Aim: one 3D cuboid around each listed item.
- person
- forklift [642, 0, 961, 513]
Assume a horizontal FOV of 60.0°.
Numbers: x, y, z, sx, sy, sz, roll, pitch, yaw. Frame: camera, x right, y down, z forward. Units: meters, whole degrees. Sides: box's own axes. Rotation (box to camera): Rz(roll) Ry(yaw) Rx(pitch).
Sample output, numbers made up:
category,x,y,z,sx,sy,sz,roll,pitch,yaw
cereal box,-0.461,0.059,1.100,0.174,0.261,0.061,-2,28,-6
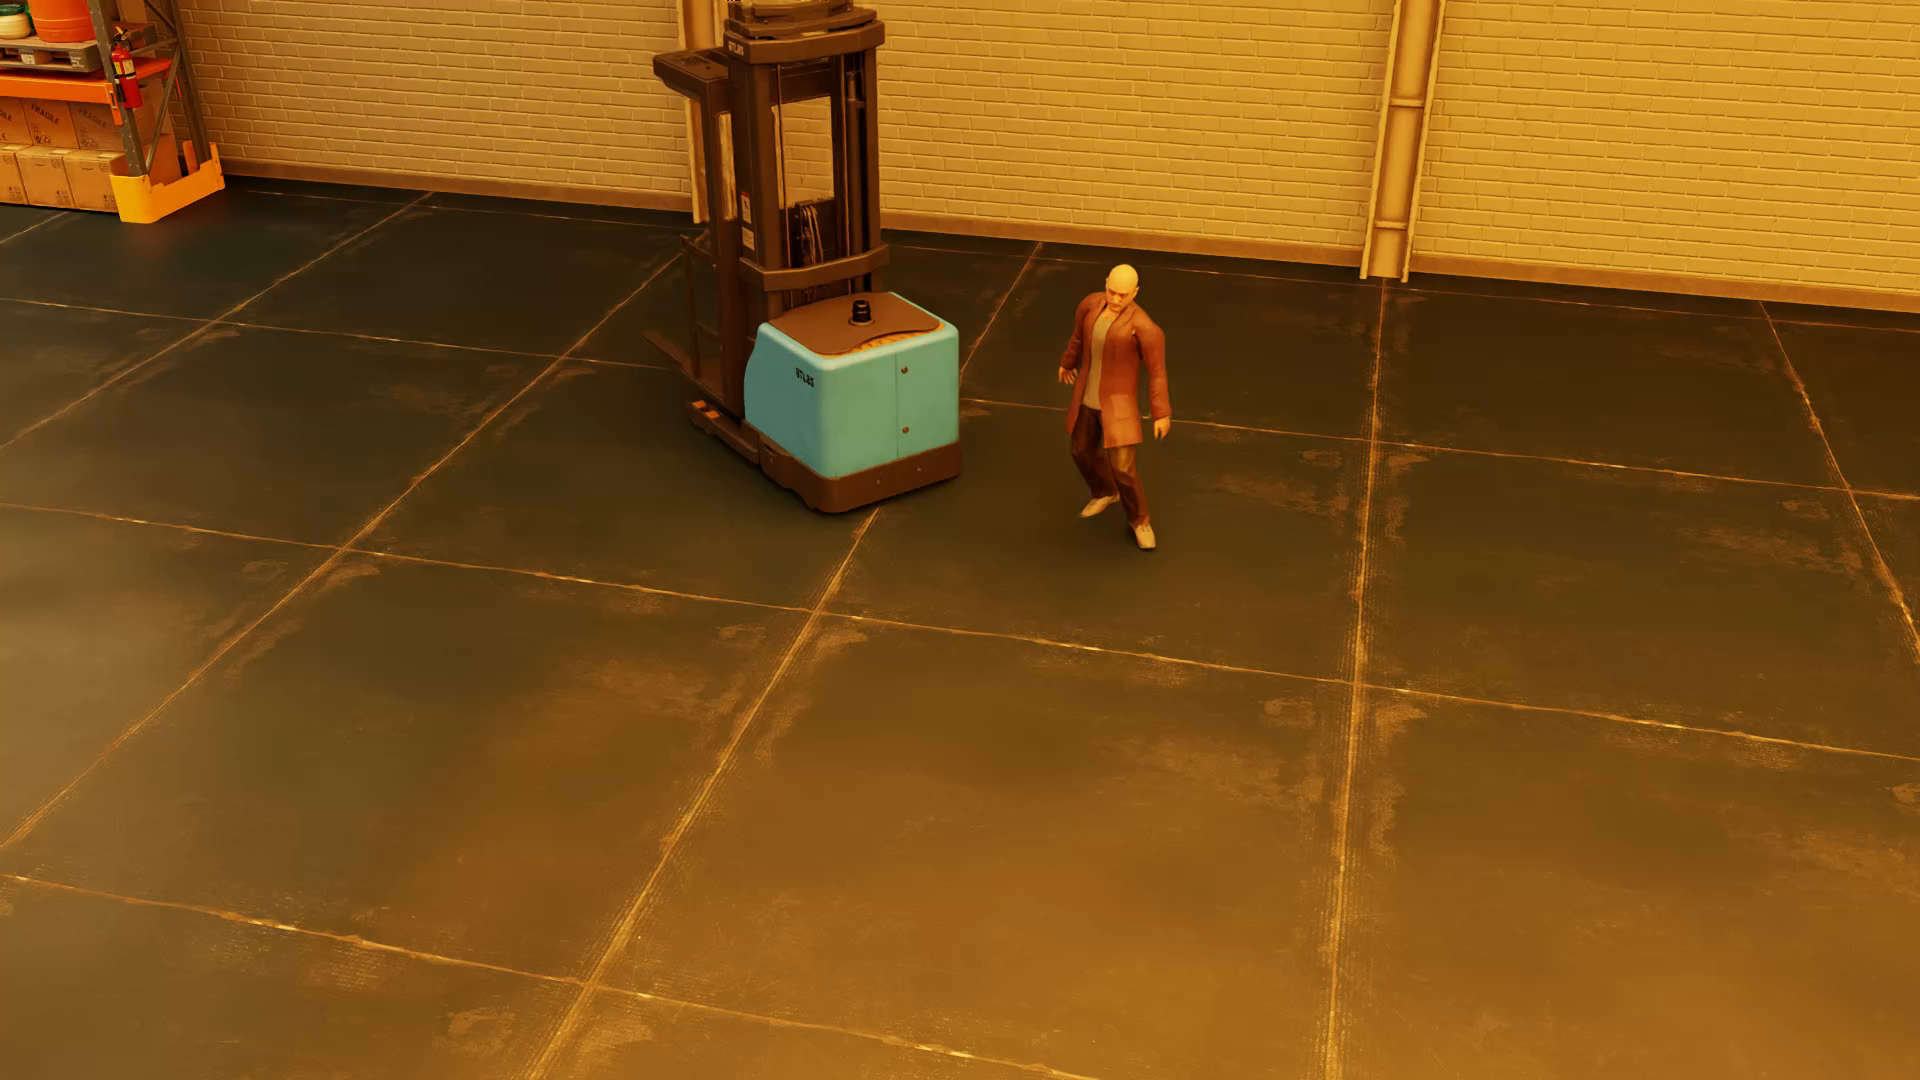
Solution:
category,x,y,z,sx,sy,sz,roll,pitch,yaw
person,0.919,-0.854,9.970,0.552,1.759,0.934,-23,37,-35
forklift,-1.245,-2.117,10.907,1.130,2.935,3.031,-19,35,-30
